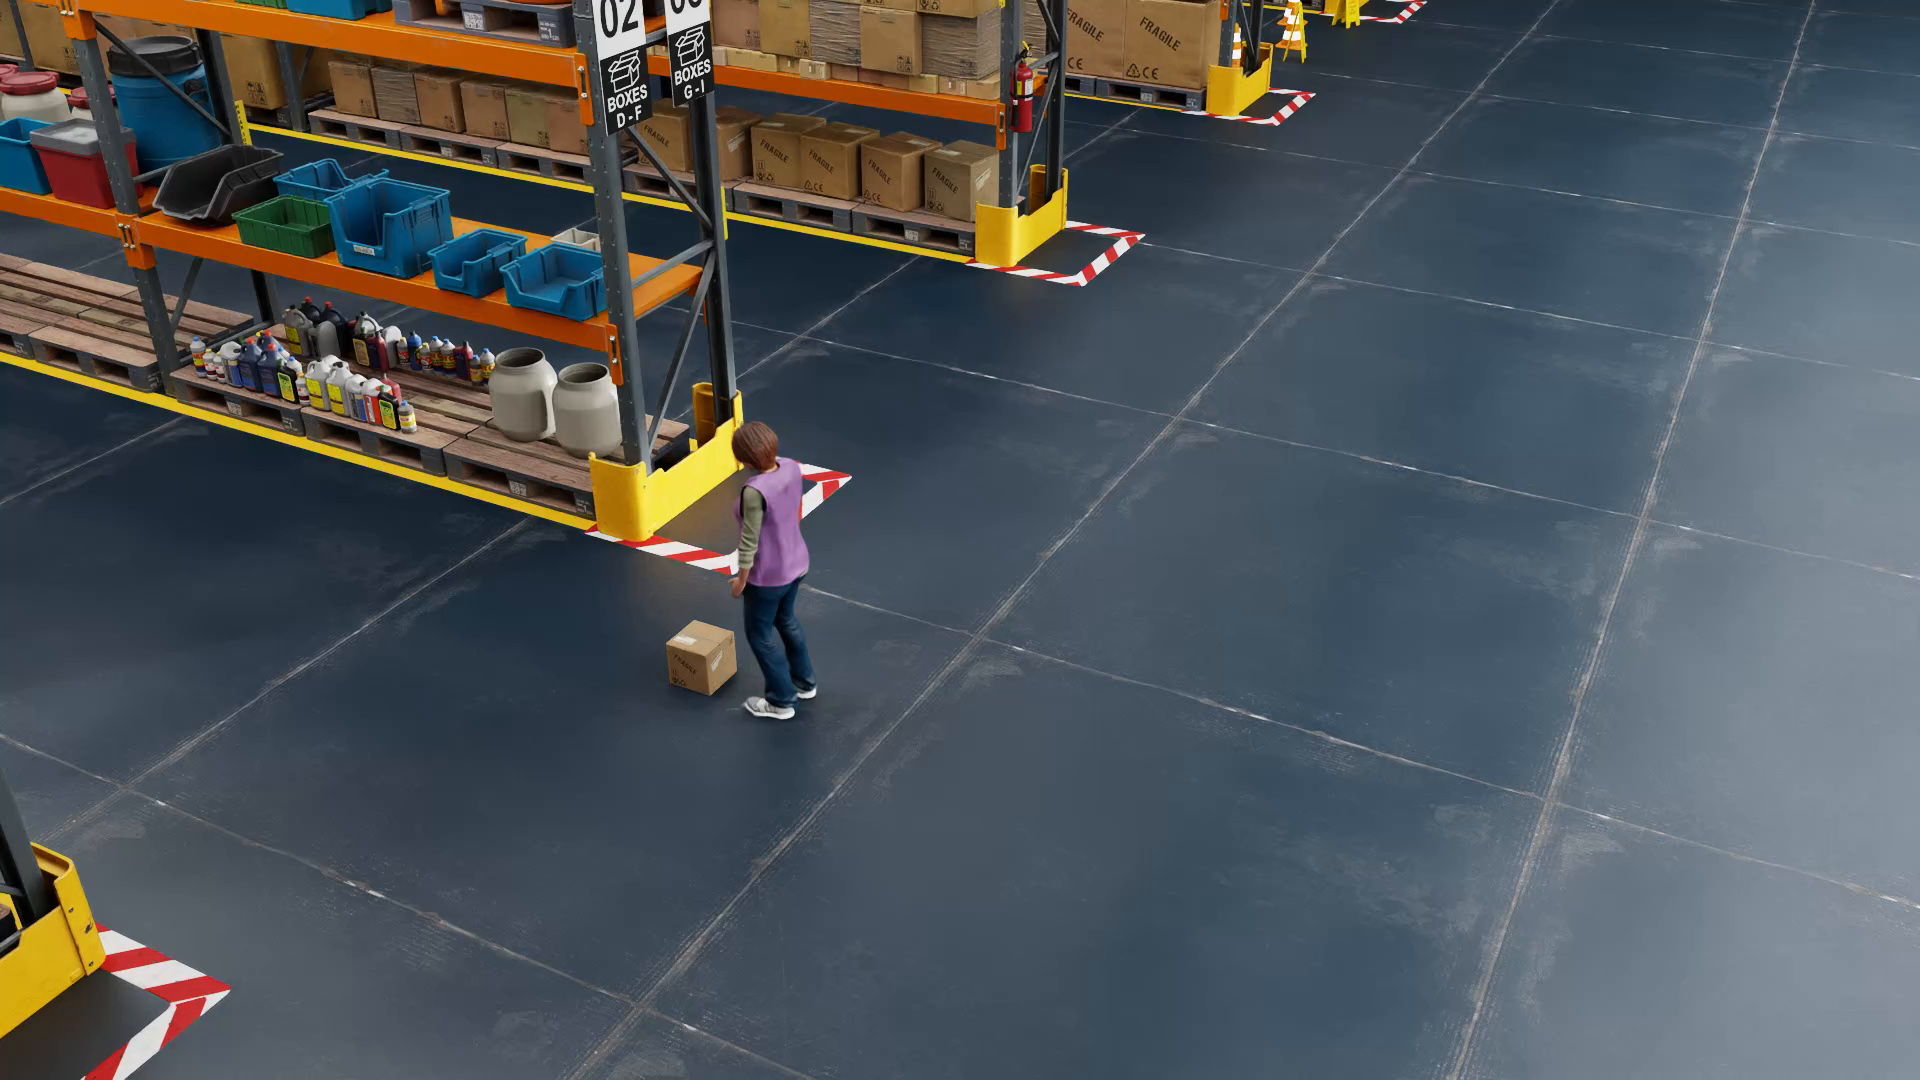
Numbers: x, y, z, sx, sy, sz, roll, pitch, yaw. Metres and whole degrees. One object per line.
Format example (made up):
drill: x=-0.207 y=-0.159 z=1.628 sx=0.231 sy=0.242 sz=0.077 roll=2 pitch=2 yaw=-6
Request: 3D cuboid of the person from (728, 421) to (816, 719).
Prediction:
person: x=-0.912 y=0.167 z=8.039 sx=0.316 sy=1.571 sz=0.412 roll=15 pitch=34 yaw=24
